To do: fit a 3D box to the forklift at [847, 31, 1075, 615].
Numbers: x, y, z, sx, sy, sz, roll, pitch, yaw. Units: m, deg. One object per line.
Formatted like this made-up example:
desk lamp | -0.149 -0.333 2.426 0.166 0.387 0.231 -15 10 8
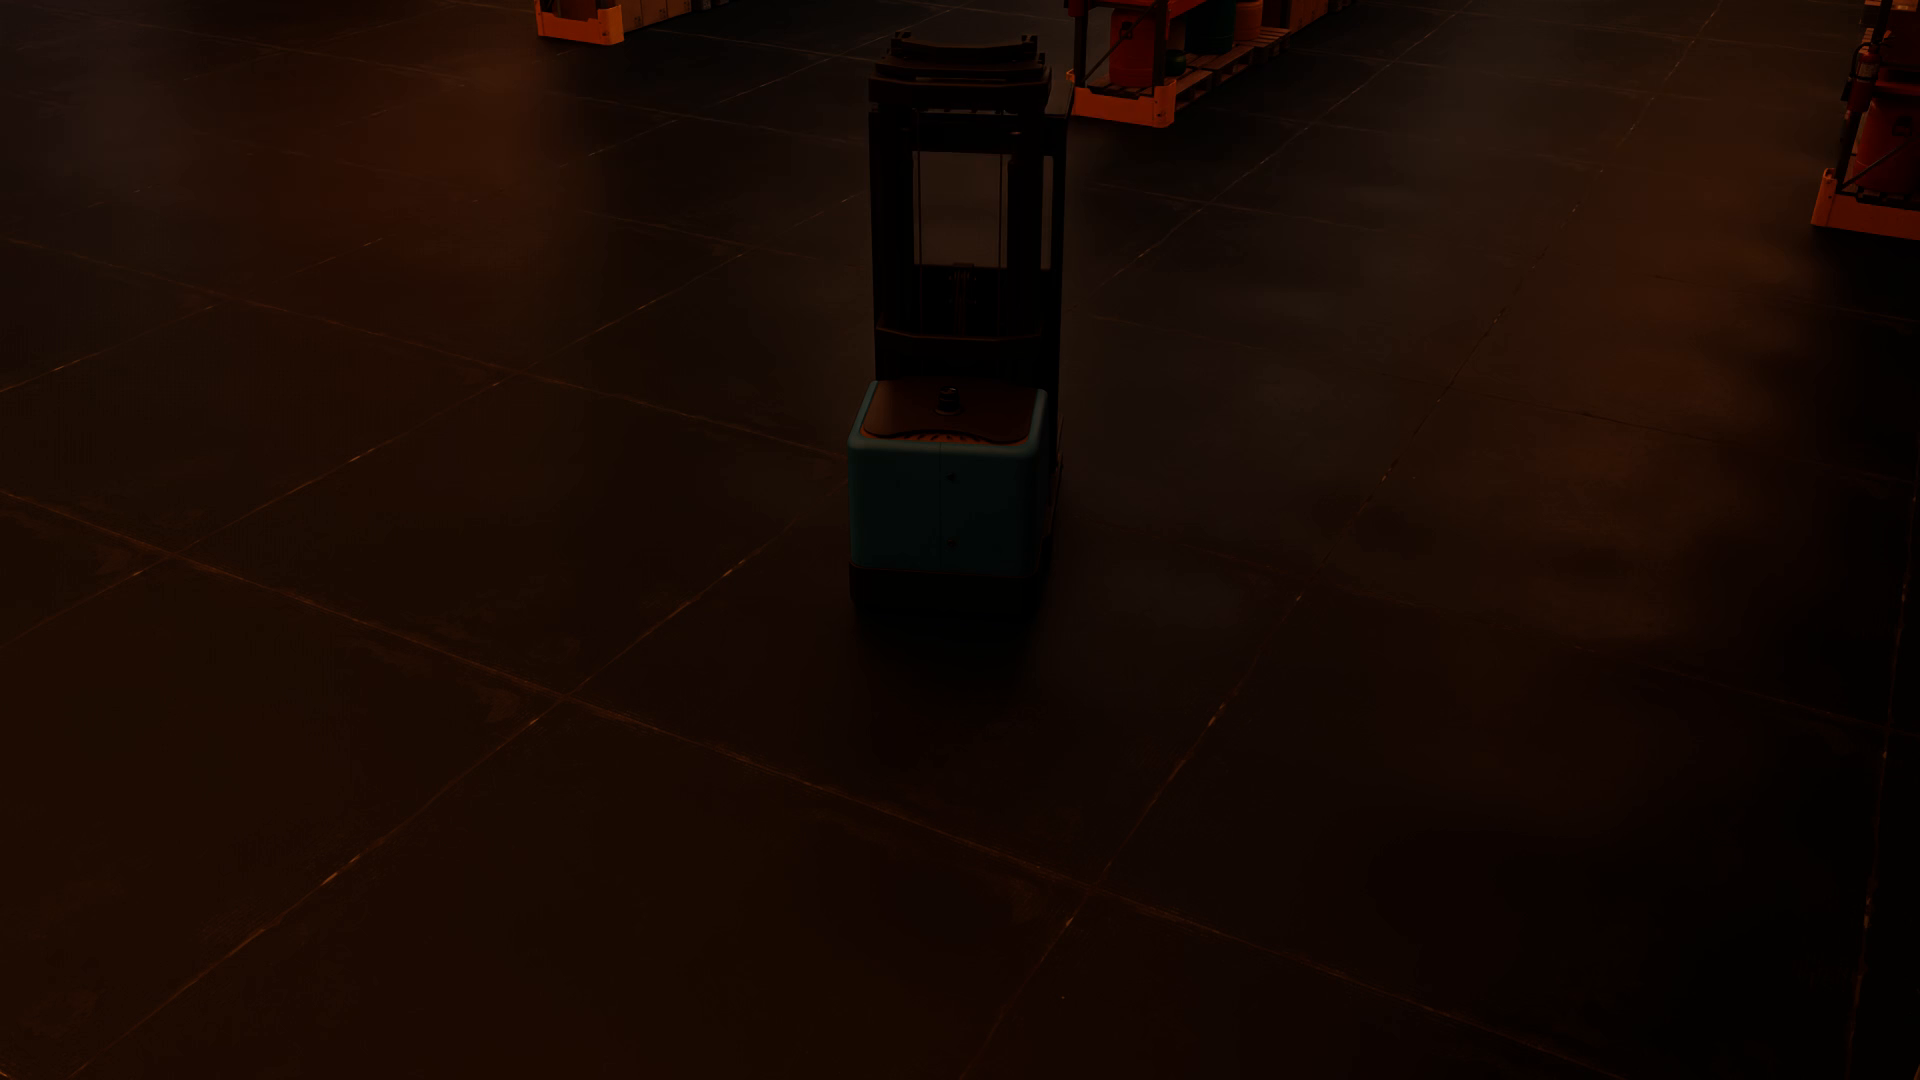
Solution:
forklift | 0.072 -1.572 9.794 1.130 2.935 3.031 3 30 6
